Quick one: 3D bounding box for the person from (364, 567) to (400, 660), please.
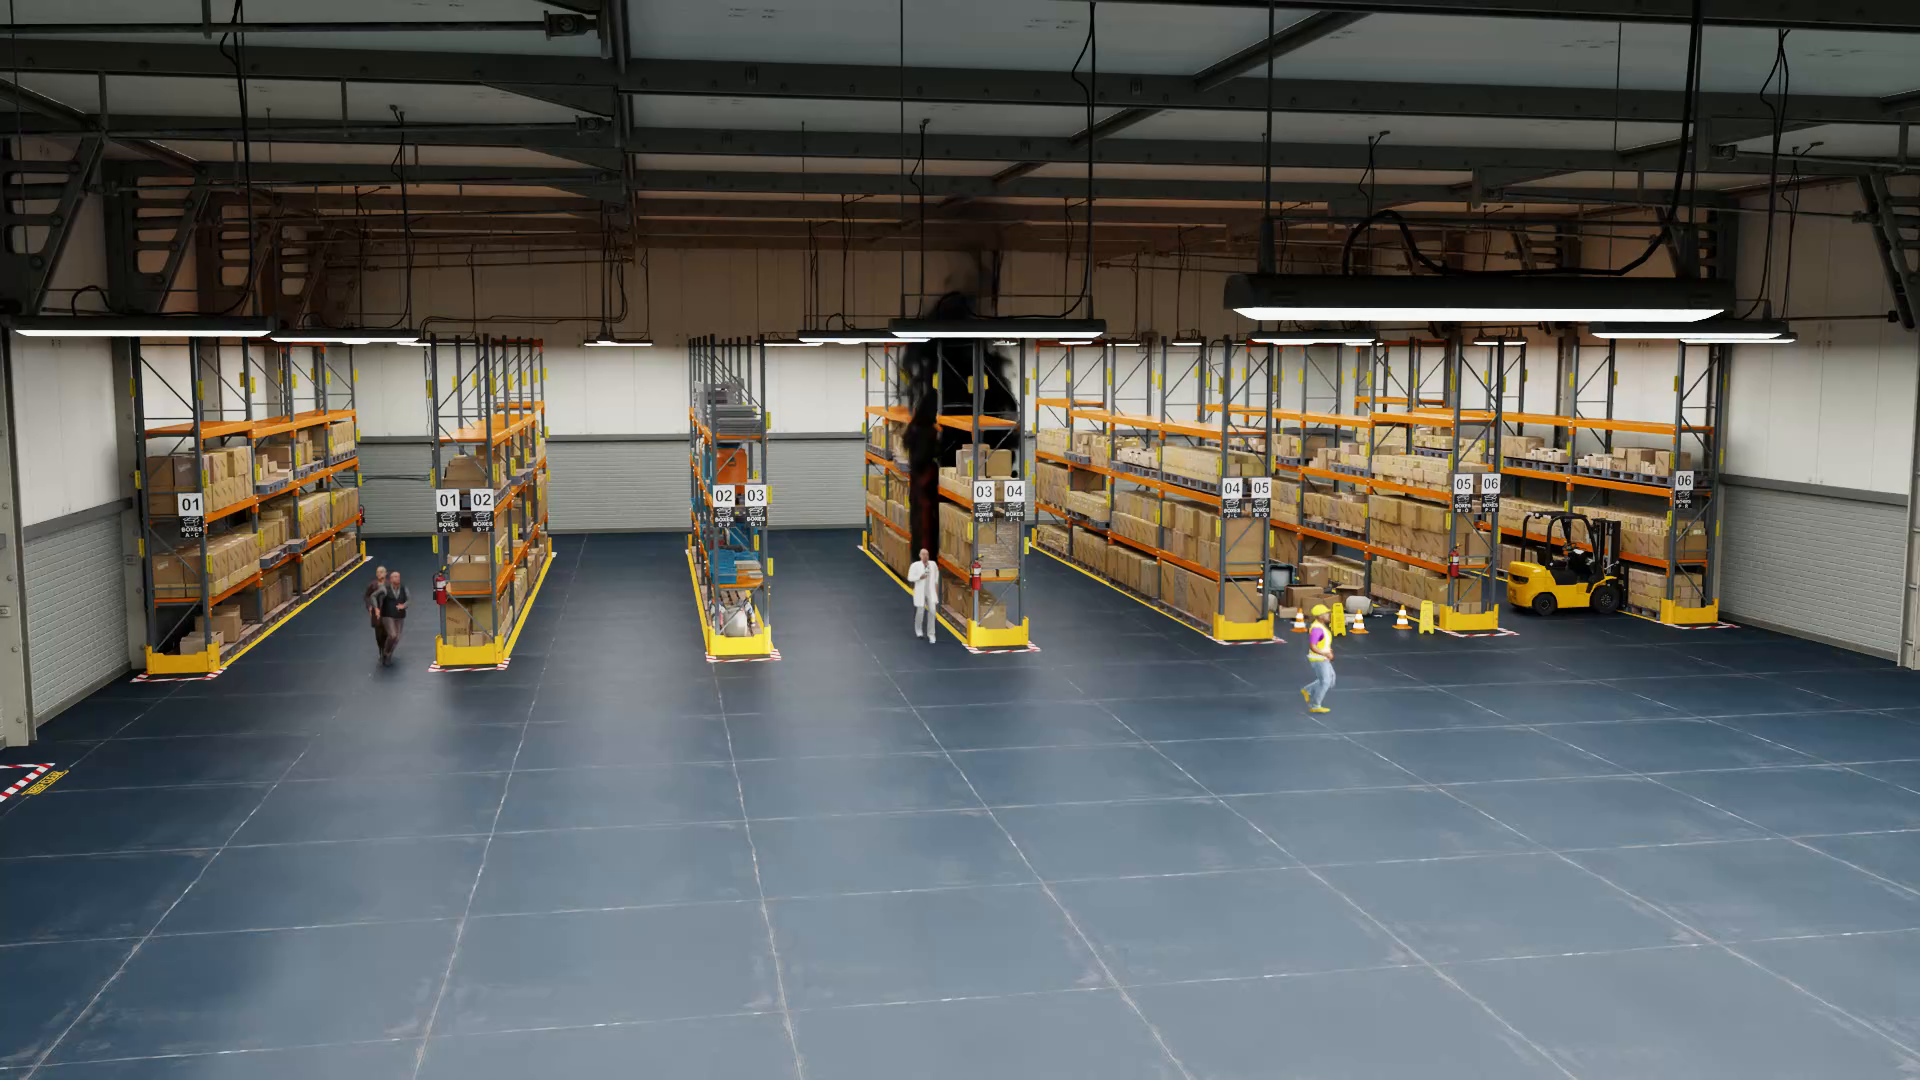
[{"bbox_3d":[-10.642,1.354,30.691,0.718,1.735,0.566,-1,7,-6],"label":"person"}]

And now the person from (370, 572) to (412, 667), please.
[{"bbox_3d":[-10.271,1.430,30.199,0.644,1.691,0.654,-6,9,-45],"label":"person"}]

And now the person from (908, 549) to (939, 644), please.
[{"bbox_3d":[-0.696,1.084,32.730,0.694,1.815,0.877,-2,7,-15],"label":"person"}]

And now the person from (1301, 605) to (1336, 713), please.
[{"bbox_3d":[5.659,1.869,26.200,0.576,1.721,0.679,2,7,18],"label":"person"}]
